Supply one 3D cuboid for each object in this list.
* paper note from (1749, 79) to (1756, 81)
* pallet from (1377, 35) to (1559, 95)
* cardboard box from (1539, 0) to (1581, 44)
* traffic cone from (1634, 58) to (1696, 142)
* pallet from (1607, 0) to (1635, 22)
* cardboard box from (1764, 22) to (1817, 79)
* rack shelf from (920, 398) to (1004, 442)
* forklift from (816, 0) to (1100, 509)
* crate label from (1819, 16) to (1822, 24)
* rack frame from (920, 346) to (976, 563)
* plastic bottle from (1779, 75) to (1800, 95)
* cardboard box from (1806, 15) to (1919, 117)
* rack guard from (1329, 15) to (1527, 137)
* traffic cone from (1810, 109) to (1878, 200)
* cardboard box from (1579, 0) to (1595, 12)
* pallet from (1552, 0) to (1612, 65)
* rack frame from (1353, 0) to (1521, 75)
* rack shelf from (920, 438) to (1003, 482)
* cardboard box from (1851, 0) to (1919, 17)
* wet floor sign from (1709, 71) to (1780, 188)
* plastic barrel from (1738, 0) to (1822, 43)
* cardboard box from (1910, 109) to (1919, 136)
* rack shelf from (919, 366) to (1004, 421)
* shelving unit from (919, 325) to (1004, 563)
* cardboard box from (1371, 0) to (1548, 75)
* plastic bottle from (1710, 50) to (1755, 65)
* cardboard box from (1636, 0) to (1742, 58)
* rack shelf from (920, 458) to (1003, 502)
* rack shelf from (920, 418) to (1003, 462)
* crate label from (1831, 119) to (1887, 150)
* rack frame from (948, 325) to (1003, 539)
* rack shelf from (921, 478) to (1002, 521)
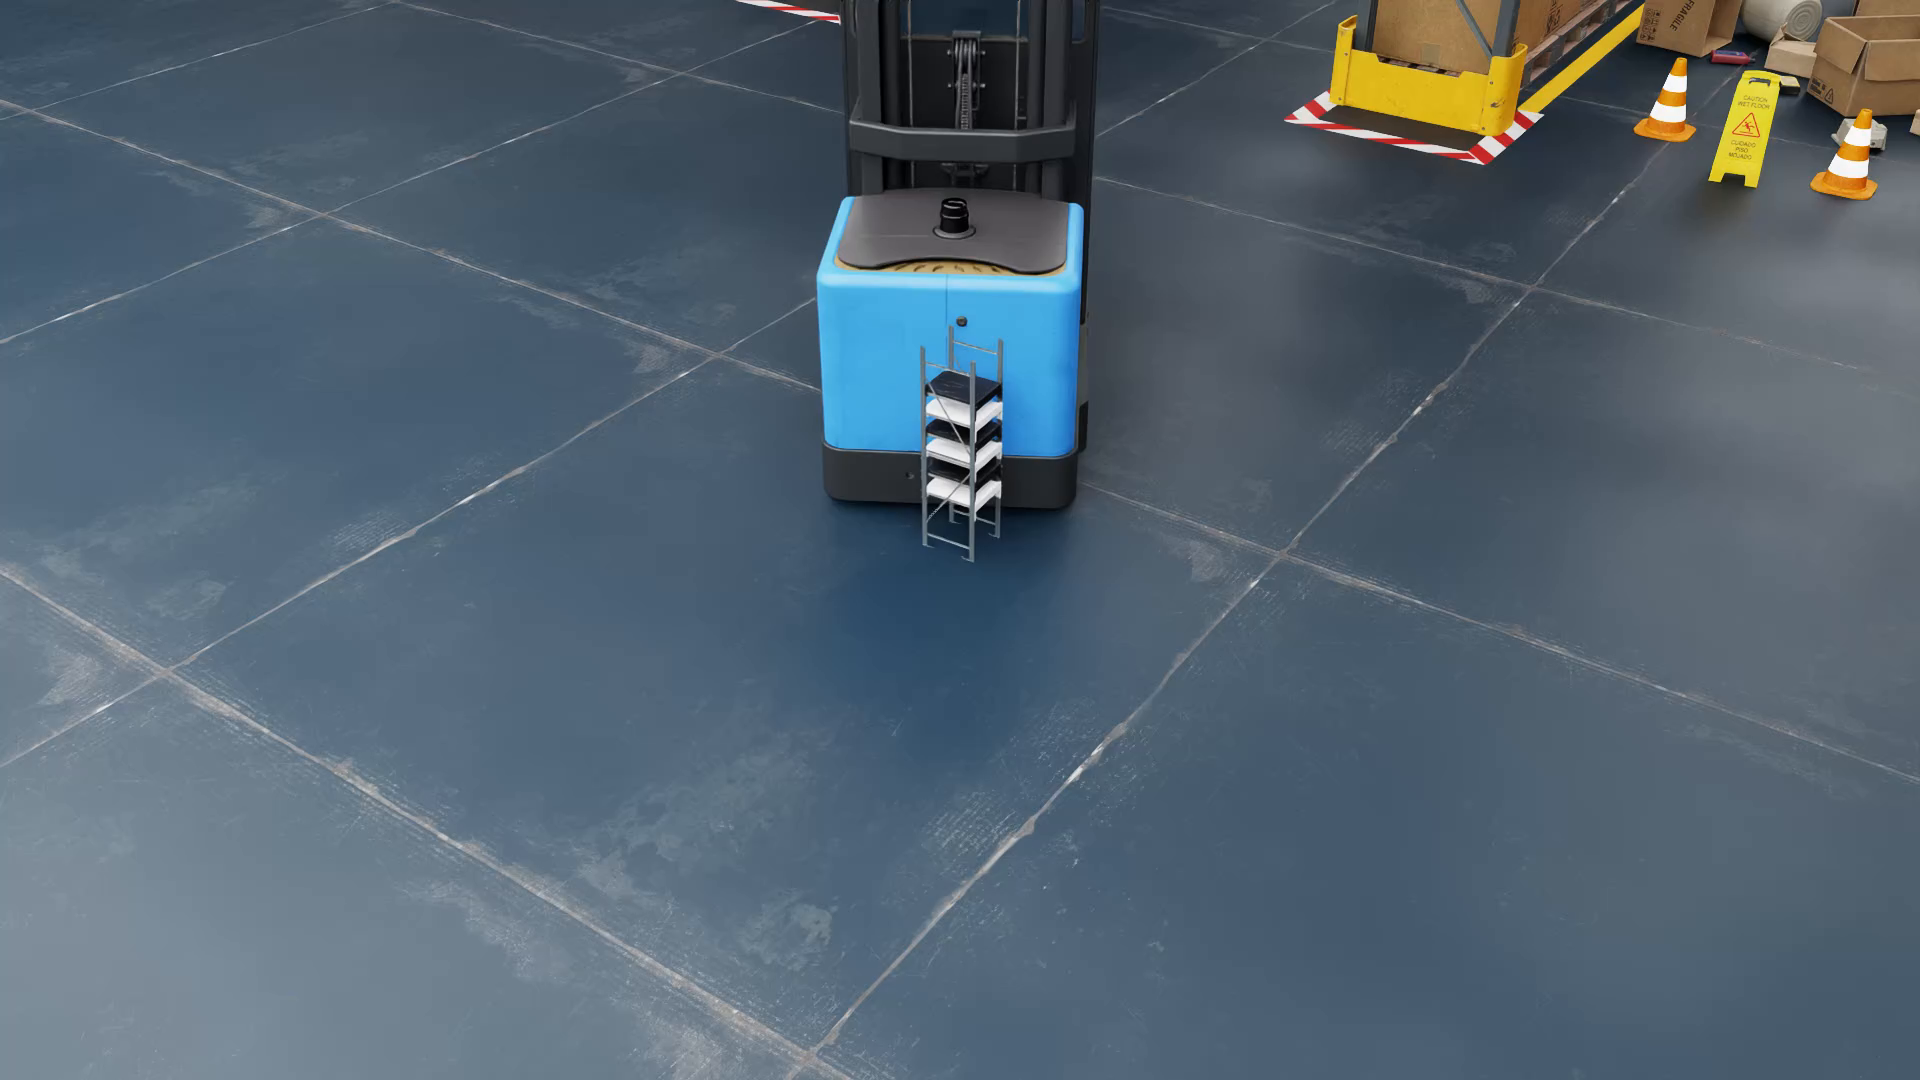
[{"bbox_3d":[5.405,-3.151,11.400,0.123,0.001,0.032,-15,37,-21],"label":"paper note"},{"bbox_3d":[3.416,-3.297,11.437,1.003,0.211,1.213,21,39,28],"label":"pallet"},{"bbox_3d":[3.857,-4.092,11.645,0.875,0.875,0.875,21,39,27],"label":"cardboard box"},{"bbox_3d":[4.494,-2.799,10.476,0.336,0.463,0.334,21,39,28],"label":"traffic cone"},{"bbox_3d":[4.807,-4.420,13.098,1.003,0.211,1.213,21,39,28],"label":"pallet"},{"bbox_3d":[5.838,-3.388,11.523,0.396,0.266,0.258,29,44,36],"label":"cardboard box"},{"bbox_3d":[0.006,-0.487,6.405,0.258,0.077,0.200,19,38,25],"label":"rack shelf"},{"bbox_3d":[0.061,-2.146,7.307,1.130,2.935,3.031,2,34,4],"label":"forklift"},{"bbox_3d":[6.240,-3.895,12.387,0.298,0.136,0.250,-3,34,-4],"label":"crate label"},{"bbox_3d":[-0.046,-0.317,6.415,0.240,0.900,0.006,19,38,25],"label":"rack frame"},{"bbox_3d":[5.599,-3.091,11.267,0.133,0.061,0.283,8,35,12],"label":"plastic bottle"},{"bbox_3d":[6.070,-3.108,10.896,0.797,0.503,0.637,-3,34,-4],"label":"cardboard box"},{"bbox_3d":[3.011,-3.013,10.759,1.175,0.500,0.348,21,39,28],"label":"rack guard"},{"bbox_3d":[5.228,-2.282,9.711,0.336,0.463,0.334,21,39,28],"label":"traffic cone"},{"bbox_3d":[4.378,-4.511,12.264,0.875,0.875,0.875,22,40,29],"label":"cardboard box"},{"bbox_3d":[4.112,-3.856,12.264,1.003,0.211,1.213,21,39,28],"label":"pallet"},{"bbox_3d":[3.024,-4.059,10.075,1.000,3.000,0.127,21,39,28],"label":"rack frame"},{"bbox_3d":[0.006,-0.338,6.505,0.258,0.077,0.200,19,38,25],"label":"rack shelf"},{"bbox_3d":[6.596,-3.597,11.498,0.797,0.637,0.503,21,39,28],"label":"cardboard box"},{"bbox_3d":[4.634,-2.438,9.779,0.267,0.644,0.232,14,37,20],"label":"wet floor sign"},{"bbox_3d":[5.918,-3.821,12.022,0.421,0.421,0.512,-9,35,-13],"label":"plastic barrel"},{"bbox_3d":[6.236,-2.592,10.450,0.250,0.149,0.380,-15,37,-21],"label":"cardboard box"},{"bbox_3d":[0.006,-0.561,6.354,0.258,0.077,0.200,19,38,25],"label":"rack shelf"},{"bbox_3d":[0.006,-0.365,6.487,0.258,0.900,0.210,19,38,25],"label":"shelving unit"},{"bbox_3d":[3.357,-3.686,11.045,0.875,0.875,0.875,21,40,28],"label":"cardboard box"},{"bbox_3d":[5.447,-3.400,11.723,0.283,0.061,0.133,8,35,12],"label":"plastic bottle"},{"bbox_3d":[5.263,-3.823,11.955,0.500,0.500,0.500,29,44,36],"label":"cardboard box"},{"bbox_3d":[0.006,-0.263,6.556,0.258,0.077,0.200,19,38,25],"label":"rack shelf"},{"bbox_3d":[0.006,-0.412,6.455,0.258,0.077,0.200,19,38,25],"label":"rack shelf"},{"bbox_3d":[5.625,-2.528,10.367,0.250,0.136,0.298,3,34,4],"label":"crate label"},{"bbox_3d":[0.059,-0.414,6.559,0.240,0.900,0.006,19,38,25],"label":"rack frame"},{"bbox_3d":[0.006,-0.188,6.606,0.258,0.077,0.200,19,38,25],"label":"rack shelf"}]
